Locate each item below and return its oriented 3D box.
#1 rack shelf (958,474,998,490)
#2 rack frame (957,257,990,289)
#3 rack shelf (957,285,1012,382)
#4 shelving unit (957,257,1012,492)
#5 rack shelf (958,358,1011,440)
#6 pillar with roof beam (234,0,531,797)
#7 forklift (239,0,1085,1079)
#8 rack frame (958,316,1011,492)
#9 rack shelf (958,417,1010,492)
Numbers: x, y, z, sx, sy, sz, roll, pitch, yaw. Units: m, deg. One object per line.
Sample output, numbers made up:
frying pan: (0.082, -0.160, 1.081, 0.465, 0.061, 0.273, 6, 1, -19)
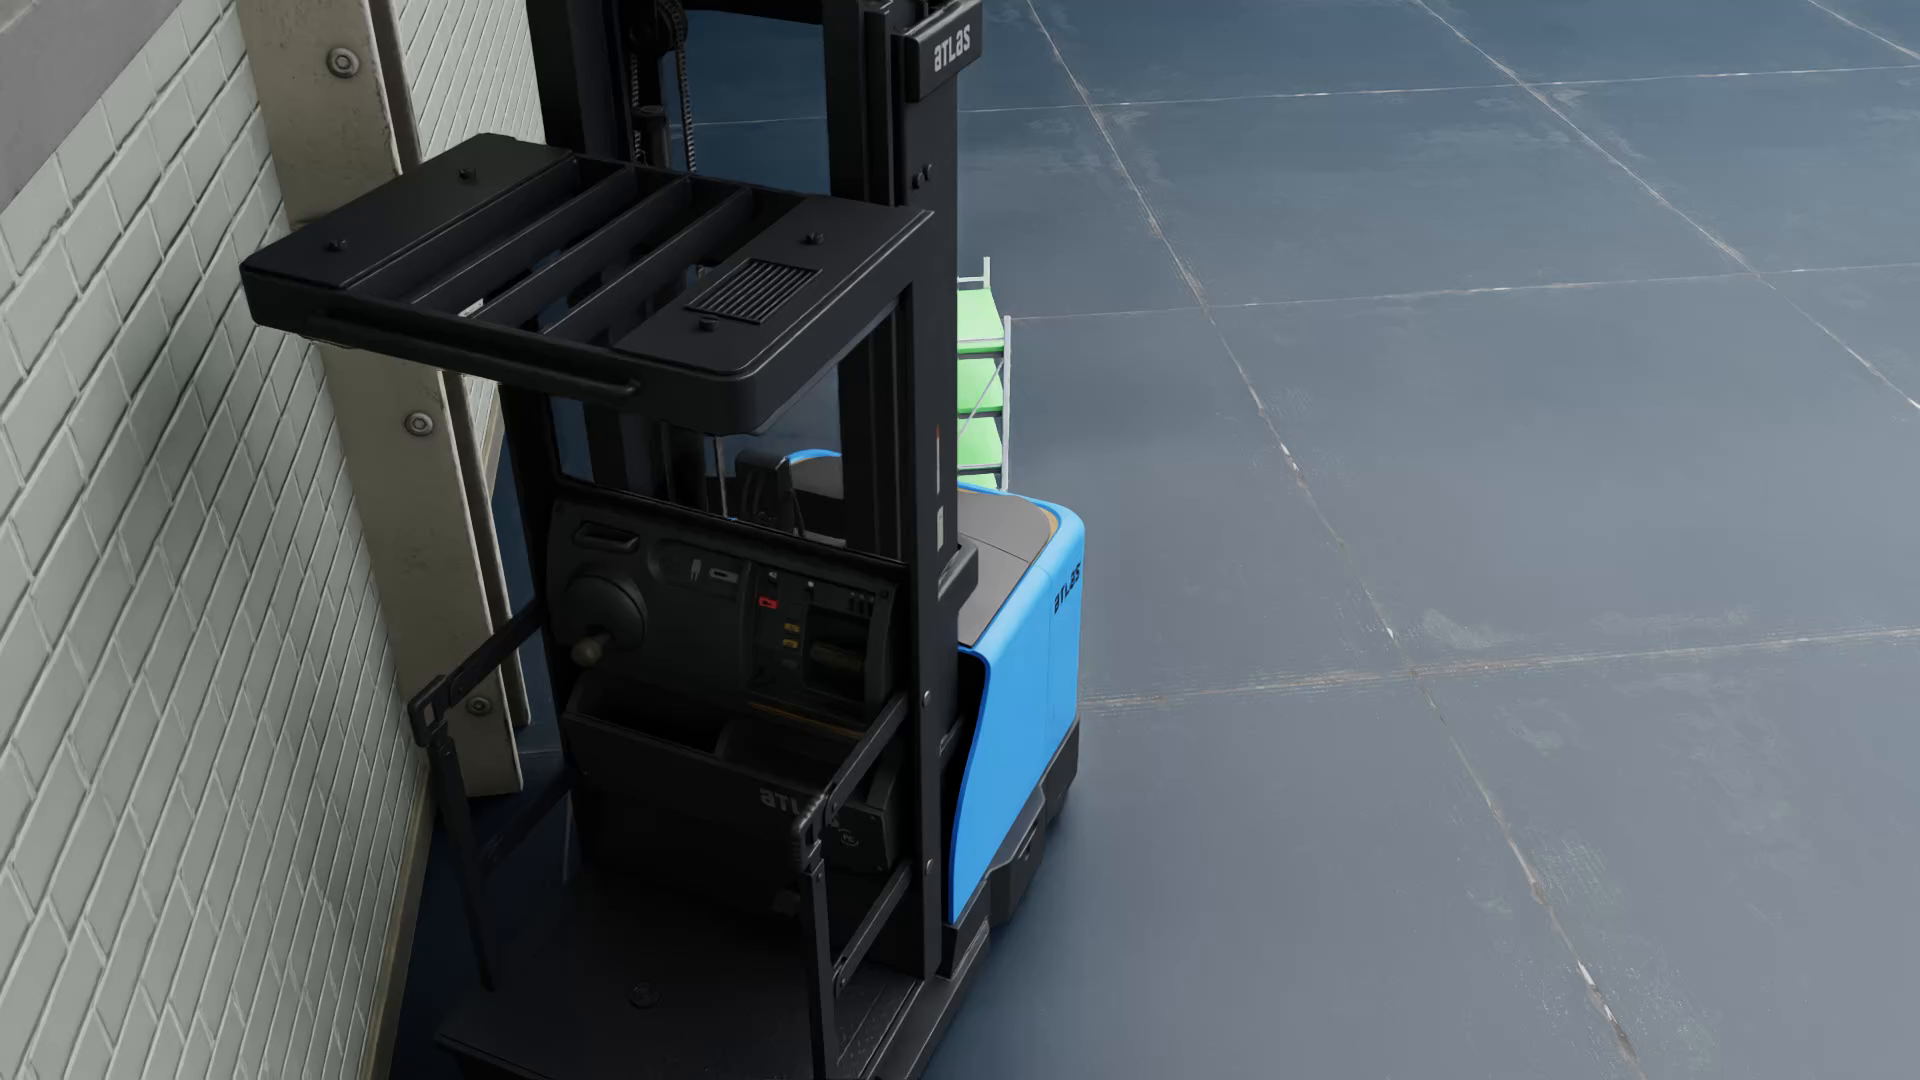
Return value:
rack shelf: (0.022, -0.152, 6.448, 0.258, 0.148, 0.480, -4, 35, -6)
rack frame: (-0.011, -0.540, 6.476, 0.240, 1.200, 0.015, -4, 35, -6)
rack shelf: (0.022, -0.747, 6.042, 0.258, 0.148, 0.480, -4, 35, -6)
shelving unit: (0.022, -0.403, 6.277, 0.258, 1.200, 0.503, -4, 35, -6)
rack shelf: (0.022, -0.549, 6.177, 0.258, 0.148, 0.480, -4, 35, -6)
pillar with roof beam: (2.631, -3.307, 3.612, 9.100, 9.000, 0.400, -4, 35, -6)
forklift: (-0.668, 0.233, 3.805, 1.130, 2.935, 3.031, 14, 37, 19)
rack frame: (0.055, -0.267, 6.077, 0.240, 1.200, 0.015, -4, 35, -6)
rack shelf: (0.022, -0.351, 6.313, 0.258, 0.148, 0.480, -4, 35, -6)
